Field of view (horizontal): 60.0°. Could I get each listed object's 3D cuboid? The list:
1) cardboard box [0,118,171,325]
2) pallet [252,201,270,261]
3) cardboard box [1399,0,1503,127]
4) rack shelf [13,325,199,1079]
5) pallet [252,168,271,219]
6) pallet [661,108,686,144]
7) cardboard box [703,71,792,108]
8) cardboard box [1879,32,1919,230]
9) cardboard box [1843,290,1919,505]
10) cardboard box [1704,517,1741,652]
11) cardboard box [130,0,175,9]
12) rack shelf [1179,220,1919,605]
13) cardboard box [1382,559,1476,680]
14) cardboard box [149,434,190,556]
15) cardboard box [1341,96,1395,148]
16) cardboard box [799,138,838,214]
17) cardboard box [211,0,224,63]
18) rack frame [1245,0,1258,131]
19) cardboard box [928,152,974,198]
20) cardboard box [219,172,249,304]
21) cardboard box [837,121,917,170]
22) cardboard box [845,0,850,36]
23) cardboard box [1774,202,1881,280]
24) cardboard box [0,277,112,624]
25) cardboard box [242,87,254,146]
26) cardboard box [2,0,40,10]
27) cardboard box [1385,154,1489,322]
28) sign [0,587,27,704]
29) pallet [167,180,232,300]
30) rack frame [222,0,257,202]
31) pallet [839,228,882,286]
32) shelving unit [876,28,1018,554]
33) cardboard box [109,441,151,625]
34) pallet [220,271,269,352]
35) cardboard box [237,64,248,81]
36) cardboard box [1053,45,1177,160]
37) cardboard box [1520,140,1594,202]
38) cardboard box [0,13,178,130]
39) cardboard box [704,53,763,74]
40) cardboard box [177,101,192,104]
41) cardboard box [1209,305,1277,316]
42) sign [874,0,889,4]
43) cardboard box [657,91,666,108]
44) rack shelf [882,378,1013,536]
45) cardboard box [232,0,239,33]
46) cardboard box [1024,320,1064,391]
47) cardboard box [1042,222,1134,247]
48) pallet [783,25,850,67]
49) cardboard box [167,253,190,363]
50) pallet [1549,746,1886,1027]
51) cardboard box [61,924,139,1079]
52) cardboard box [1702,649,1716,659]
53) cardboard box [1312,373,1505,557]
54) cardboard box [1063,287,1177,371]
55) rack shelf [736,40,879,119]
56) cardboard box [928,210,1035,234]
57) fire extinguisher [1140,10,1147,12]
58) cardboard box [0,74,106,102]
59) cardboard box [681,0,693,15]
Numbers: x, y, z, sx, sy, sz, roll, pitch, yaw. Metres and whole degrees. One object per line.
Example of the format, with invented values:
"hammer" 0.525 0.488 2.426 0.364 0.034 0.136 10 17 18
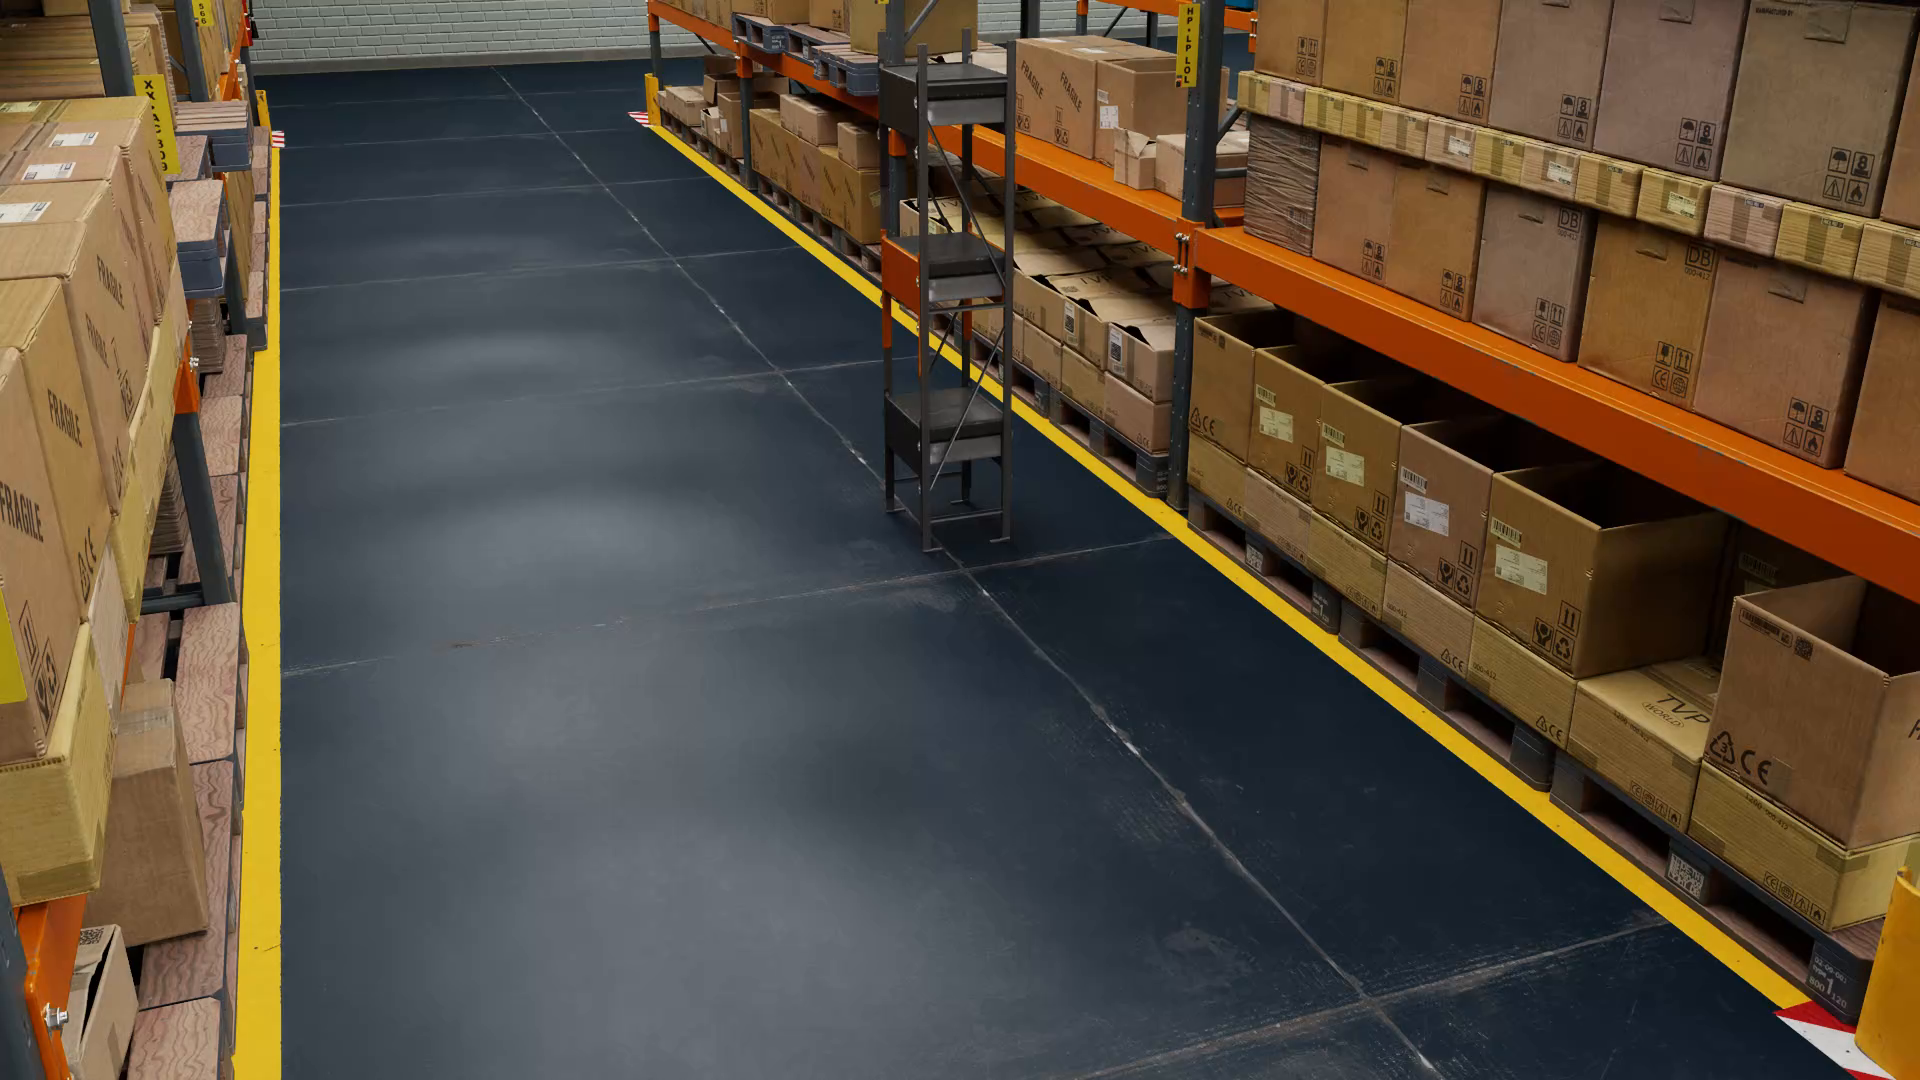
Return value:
"cardboard box" -2.559 -0.889 4.698 0.500 0.500 0.500 -8 24 -19
"pallet" -5.680 -2.265 12.352 1.003 0.211 1.213 -8 24 -19
"cardboard box" 1.954 -1.712 5.651 0.700 0.500 0.500 -8 24 -19
"rack shelf" -2.491 0.145 3.970 1.077 0.370 4.000 -8 24 -19
"pallet" -6.219 -2.822 13.673 1.003 0.211 1.213 -8 24 -19
"pallet" -2.494 -4.352 17.304 1.003 0.211 1.213 -8 24 -19
"cardboard box" -2.059 -4.235 16.084 0.797 0.503 0.637 -8 24 -19
"cardboard box" 2.677 -0.975 3.902 0.700 0.500 0.500 -8 24 -19
"cardboard box" 2.696 -0.358 4.109 0.700 0.500 0.500 -8 24 -19
"cardboard box" 2.500 0.001 5.420 0.500 0.500 0.500 -8 24 -19
"cardboard box" -4.540 -3.115 9.276 0.500 0.250 0.500 -8 24 -18
"rack shelf" 2.142 -0.536 5.585 1.077 0.370 4.000 -8 24 -19
"cardboard box" 1.842 0.235 5.829 0.500 0.250 0.500 -8 24 -19
"cardboard box" -3.473 -0.229 6.583 0.700 0.500 0.500 -7 24 -17
"cardboard box" 1.625 -1.535 6.066 0.380 0.149 0.250 -9 24 -19
"cardboard box" -0.901 -2.784 12.645 0.500 0.500 0.500 -9 25 -21
"cardboard box" -5.084 -3.331 10.752 0.500 0.500 0.500 -8 24 -17
"rack frame" 3.245 -5.179 15.676 1.000 3.000 0.127 -8 24 -19
"cardboard box" -0.061 -2.492 11.953 0.500 0.500 0.500 -9 25 -21
"cardboard box" -4.747 -1.854 10.015 0.750 0.750 0.750 -9 24 -20
"cardboard box" -0.551 -2.771 11.650 0.500 0.250 0.500 -7 24 -17
"cardboard box" -0.450 -3.859 11.874 0.700 0.500 0.500 -4 23 -9
"cardboard box" 2.351 -0.786 4.289 0.380 0.149 0.250 -9 24 -20
"cardboard box" -1.837 -0.141 2.924 0.500 0.500 0.500 -8 24 -19
"cardboard box" -6.919 -3.892 15.301 0.700 0.500 0.500 -8 24 -19
"cardboard box" -5.013 -3.034 9.082 0.500 0.250 0.500 -8 24 -18
"cardboard box" 1.964 -1.106 5.884 0.700 0.500 0.500 -8 24 -18
"sign" -1.277 0.067 2.114 0.100 0.325 0.005 -8 24 -19
"pallet" -3.331 -1.122 6.298 1.003 0.211 1.213 -8 24 -19
"rack frame" -6.023 -3.820 12.451 1.000 3.000 0.127 -8 24 -19
"pallet" -0.206 -2.039 11.816 1.003 0.211 1.213 -8 24 -19
"shelving unit" -0.058 -1.028 6.985 0.431 2.100 0.503 -8 24 -19
"cardboard box" -2.031 0.007 3.539 0.500 0.250 0.500 -9 24 -20
"pallet" -4.818 -1.378 10.248 1.003 0.211 1.213 -8 24 -19
"cardboard box" -6.880 -4.351 15.555 0.380 0.149 0.250 -9 24 -20
"cardboard box" 0.817 -2.295 8.704 0.500 0.500 0.500 -8 24 -19
"cardboard box" 1.986 -1.162 5.180 0.380 0.149 0.250 -9 24 -20
"cardboard box" -4.212 -2.246 8.023 0.700 0.500 0.500 -11 25 -24
"cardboard box" -2.381 -4.841 17.526 0.500 0.500 0.500 -8 24 -19
"cardboard box" -4.510 -2.411 9.406 0.380 0.149 0.250 -9 24 -20
"cardboard box" 1.523 -0.963 7.951 0.500 0.311 0.500 -8 24 -19
"sign" -0.482 -3.467 10.224 0.100 0.325 0.005 -8 24 -19
"cardboard box" -2.977 -4.644 17.510 0.380 0.149 0.250 -8 24 -19
"rack shelf" -0.058 -0.370 7.262 0.431 0.518 0.480 -8 24 -19
"cardboard box" -6.719 -4.686 14.121 0.980 0.700 0.700 -10 25 -22
"cardboard box" 0.660 -1.001 8.763 0.500 0.250 0.500 -8 24 -18
"cardboard box" 0.803 -1.704 9.708 0.500 0.311 0.500 -9 24 -19
"pallet" -0.669 -3.665 12.330 1.003 0.211 1.213 -8 24 -19
"cardboard box" -2.746 -0.723 5.270 0.500 0.250 0.500 -8 24 -19
"pallet" 2.539 0.872 4.909 1.003 0.211 1.213 -8 24 -19
"cardboard box" -2.146 1.106 3.660 0.500 0.311 0.500 -6 24 -15
"cardboard box" 2.511 0.345 5.570 0.500 0.250 0.500 -8 24 -19
"cardboard box" 1.660 -0.291 6.113 0.500 0.500 0.500 -8 24 -19
"cardboard box" 0.835 -1.075 8.216 0.500 0.311 0.500 -8 24 -18
"rack shelf" -0.684 -3.443 12.482 1.077 0.370 4.000 -8 24 -19
"cardboard box" 0.126 -1.812 9.965 0.500 0.311 0.500 -9 24 -20
"fire extinguisher" 2.204 -6.542 19.489 0.296 0.674 0.183 -8 24 -19
"cardboard box" -3.345 -1.351 5.899 0.700 0.500 0.500 -8 24 -19
"cardboard box" -2.357 -5.252 15.719 0.500 0.500 0.500 -8 24 -18
